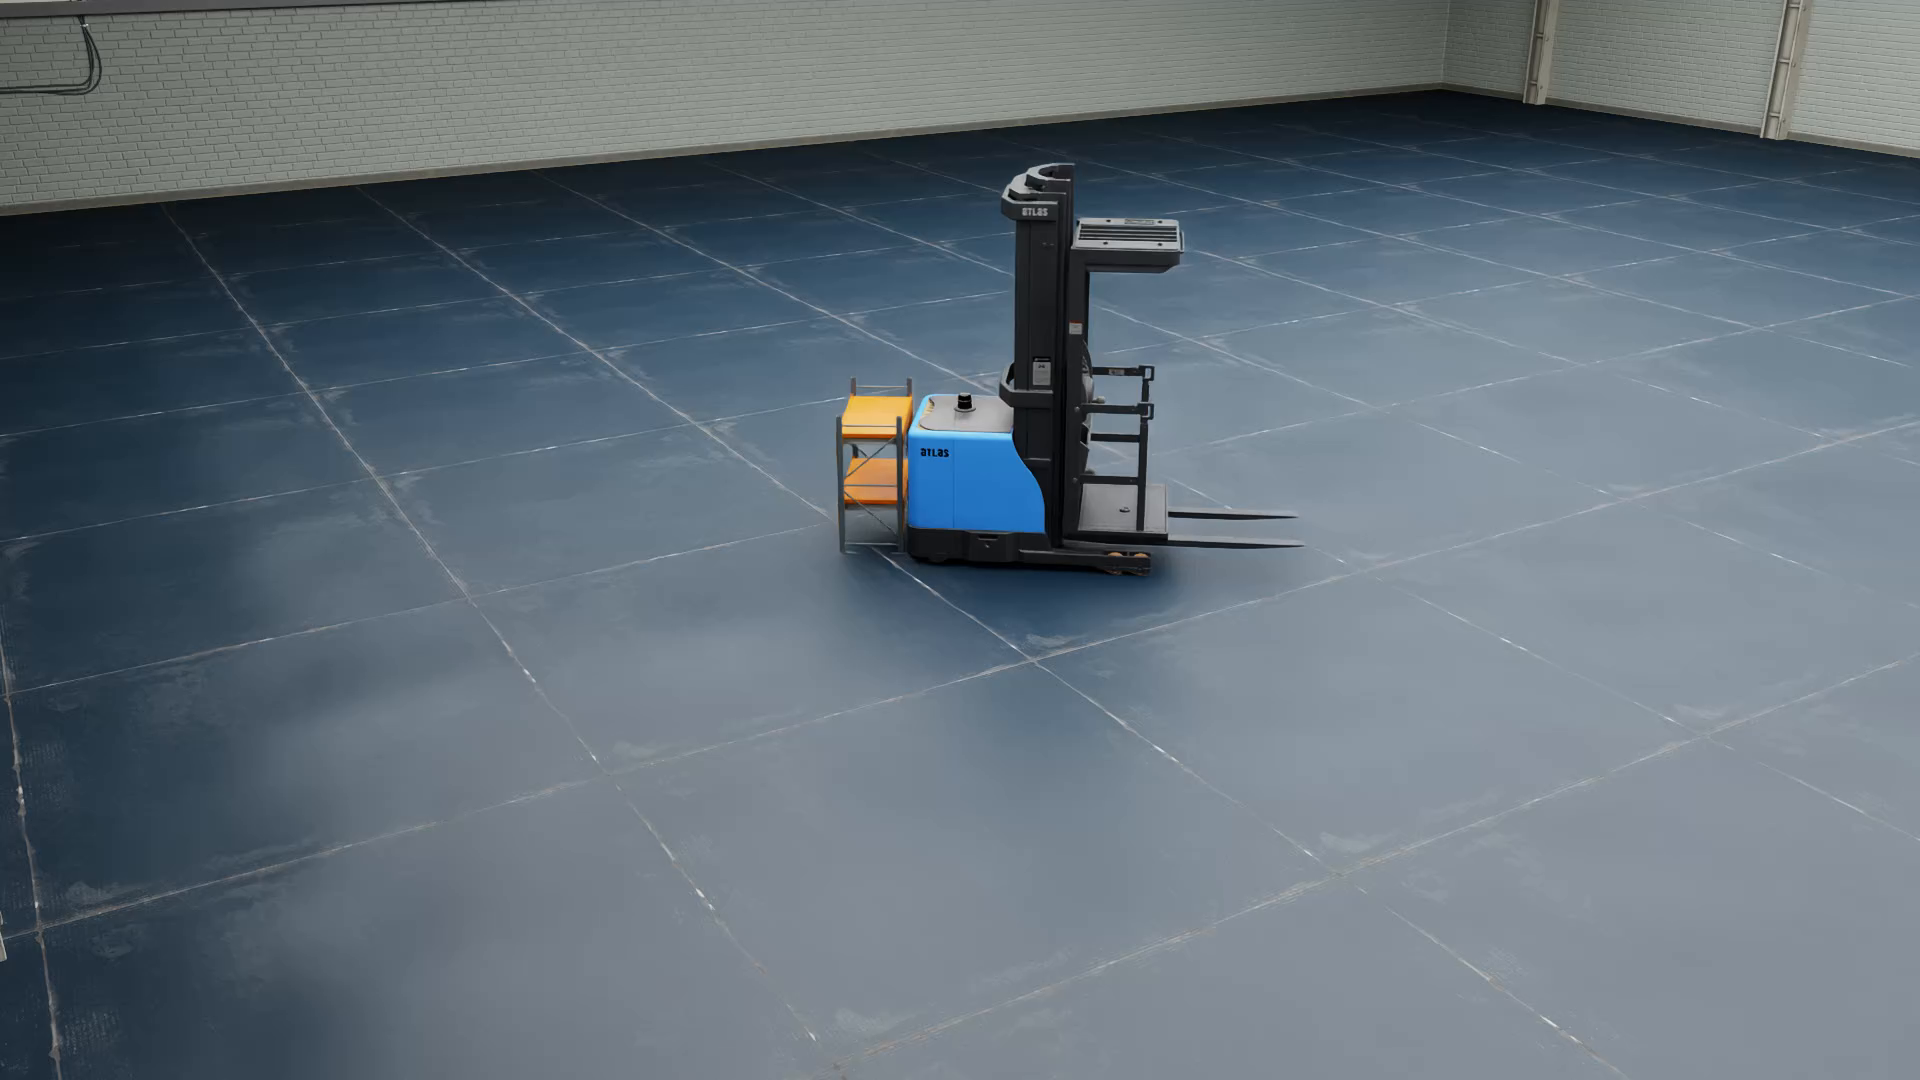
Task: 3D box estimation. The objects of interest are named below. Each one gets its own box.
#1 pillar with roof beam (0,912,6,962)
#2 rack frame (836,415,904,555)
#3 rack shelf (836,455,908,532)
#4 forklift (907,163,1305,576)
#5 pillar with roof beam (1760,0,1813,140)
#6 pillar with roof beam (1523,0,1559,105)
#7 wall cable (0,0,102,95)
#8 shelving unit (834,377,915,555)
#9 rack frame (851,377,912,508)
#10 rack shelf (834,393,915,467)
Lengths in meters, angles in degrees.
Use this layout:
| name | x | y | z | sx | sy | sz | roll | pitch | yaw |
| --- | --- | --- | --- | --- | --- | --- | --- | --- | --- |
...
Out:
| name | x | y | z | sx | sy | sz | roll | pitch | yaw |
| --- | --- | --- | --- | --- | --- | --- | --- | --- | --- |
| pillar with roof beam | -1.231 | -2.964 | 8.619 | 9.100 | 9.000 | 0.400 | -13 | 25 | -28 |
| rack frame | -0.690 | -0.417 | 12.811 | 0.500 | 1.125 | 0.032 | 1 | 22 | 3 |
| rack shelf | -0.665 | -0.382 | 13.374 | 0.538 | 0.278 | 1.000 | 1 | 22 | 3 |
| forklift | 1.145 | -1.298 | 12.580 | 3.031 | 2.935 | 1.130 | 2 | 22 | 6 |
| pillar with roof beam | 12.318 | -11.251 | 29.008 | 9.100 | 9.000 | 0.400 | -13 | 25 | -28 |
| pillar with roof beam | 9.253 | -13.193 | 33.787 | 9.100 | 9.000 | 0.400 | -13 | 25 | -28 |
| wall cable | -14.495 | -7.732 | 24.474 | 3.097 | 2.526 | 0.112 | -13 | 25 | -28 |
| shelving unit | -0.665 | -0.608 | 13.282 | 0.538 | 1.125 | 1.048 | 1 | 22 | 3 |
| rack frame | -0.640 | -0.800 | 13.752 | 0.500 | 1.125 | 0.032 | 1 | 22 | 3 |
| rack shelf | -0.665 | -0.880 | 13.171 | 0.538 | 0.278 | 1.000 | 1 | 22 | 3 |
